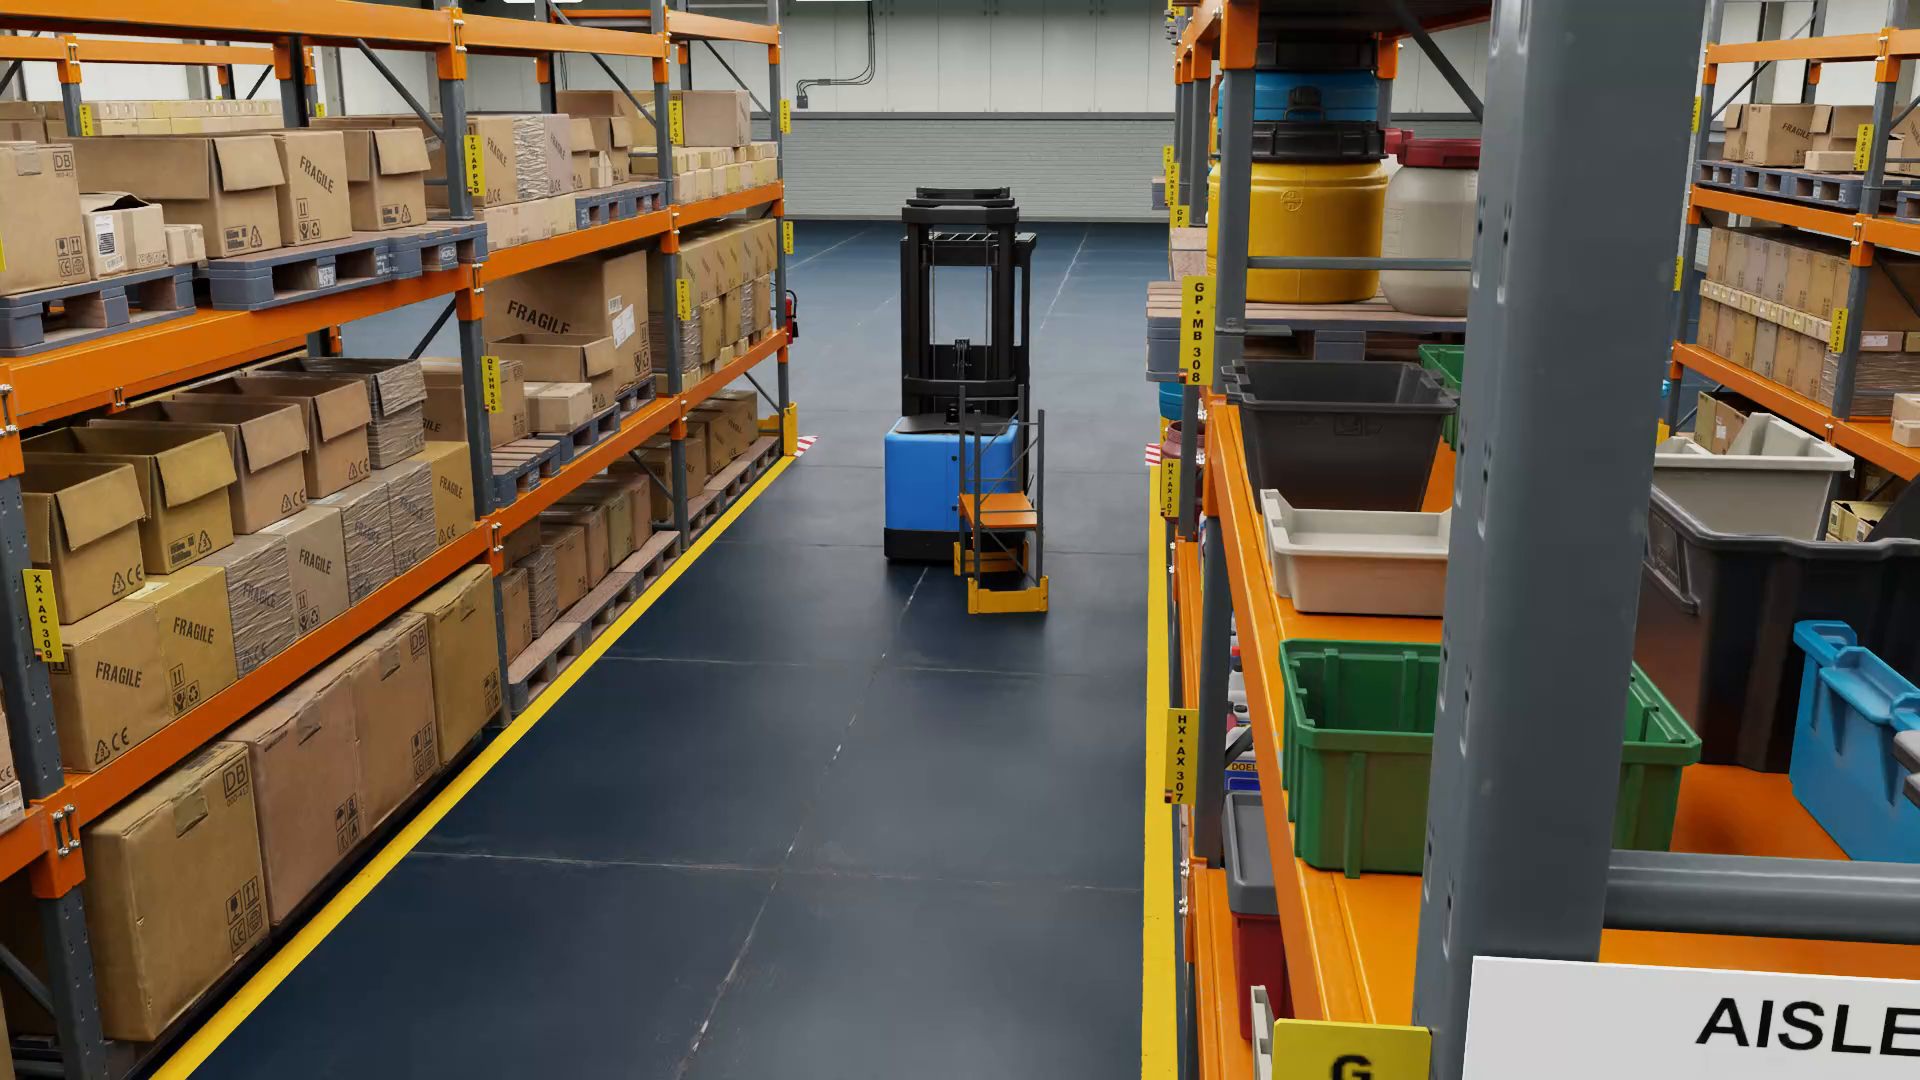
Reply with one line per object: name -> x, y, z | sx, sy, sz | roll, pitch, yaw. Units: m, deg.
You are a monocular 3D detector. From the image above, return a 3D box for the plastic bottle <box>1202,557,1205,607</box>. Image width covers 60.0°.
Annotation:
plastic bottle -> 1.198, 0.179, 7.977 | 0.061, 0.283, 0.133 | 2, 15, 6

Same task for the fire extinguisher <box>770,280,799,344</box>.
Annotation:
fire extinguisher -> -1.841, -2.393, 17.413 | 0.296, 0.674, 0.183 | 2, 15, 6

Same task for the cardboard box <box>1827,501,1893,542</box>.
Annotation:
cardboard box -> 6.785, -0.130, 12.285 | 0.500, 0.311, 0.500 | 2, 15, 6

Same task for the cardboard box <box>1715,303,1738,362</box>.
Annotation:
cardboard box -> 7.411, -1.912, 15.297 | 0.700, 0.500, 0.500 | 2, 15, 8

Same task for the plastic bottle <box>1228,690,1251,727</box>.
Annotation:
plastic bottle -> 1.020, 0.698, 6.073 | 0.152, 0.276, 0.135 | 2, 15, 6

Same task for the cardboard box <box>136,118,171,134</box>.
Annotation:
cardboard box -> -7.292, -3.569, 14.588 | 0.500, 0.250, 0.500 | 2, 15, 6

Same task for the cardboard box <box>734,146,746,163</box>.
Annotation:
cardboard box -> -2.187, -3.564, 15.372 | 0.380, 0.149, 0.250 | 1, 15, 3

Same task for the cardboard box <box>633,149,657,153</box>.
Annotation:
cardboard box -> -2.843, -3.309, 14.429 | 0.380, 0.149, 0.250 | 2, 15, 8

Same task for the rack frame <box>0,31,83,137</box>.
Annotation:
rack frame -> -7.680, -4.445, 13.361 | 1.000, 3.000, 0.127 | 2, 15, 6

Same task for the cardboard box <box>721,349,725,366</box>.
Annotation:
cardboard box -> -2.324, -1.627, 14.914 | 0.380, 0.149, 0.250 | 2, 15, 6

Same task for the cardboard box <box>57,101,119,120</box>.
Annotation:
cardboard box -> -7.302, -3.596, 13.925 | 0.380, 0.149, 0.250 | 2, 15, 7

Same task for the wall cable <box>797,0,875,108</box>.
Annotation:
wall cable -> -3.603, -15.457, 47.570 | 2.305, 6.003, 0.169 | 2, 15, 6

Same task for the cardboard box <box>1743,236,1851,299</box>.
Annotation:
cardboard box -> 7.349, -2.394, 14.592 | 0.700, 0.500, 0.500 | 2, 15, 6

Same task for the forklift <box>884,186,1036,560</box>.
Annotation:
forklift -> 0.074, -1.578, 14.383 | 1.130, 2.935, 3.031 | 2, 15, 7

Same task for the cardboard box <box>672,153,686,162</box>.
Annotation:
cardboard box -> -2.458, -3.091, 13.623 | 0.380, 0.149, 0.250 | 1, 15, 4

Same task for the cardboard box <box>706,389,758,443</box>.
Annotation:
cardboard box -> -2.399, -1.249, 17.017 | 0.500, 0.500, 0.500 | 5, 16, 17

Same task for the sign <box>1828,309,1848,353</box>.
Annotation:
sign -> 6.527, -1.556, 12.359 | 0.100, 0.325, 0.005 | 2, 15, 6

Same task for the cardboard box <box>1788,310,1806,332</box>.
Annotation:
cardboard box -> 7.014, -1.786, 13.586 | 0.380, 0.149, 0.250 | 2, 15, 6

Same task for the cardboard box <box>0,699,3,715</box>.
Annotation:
cardboard box -> -3.452, 0.392, 5.246 | 0.500, 0.500, 0.500 | 2, 15, 8

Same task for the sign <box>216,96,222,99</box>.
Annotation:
sign -> -7.780, -4.512, 17.530 | 0.100, 0.325, 0.005 | 2, 15, 6

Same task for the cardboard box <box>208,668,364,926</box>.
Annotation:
cardboard box -> -3.514, 1.123, 7.529 | 1.225, 0.875, 0.875 | 1, 15, 4

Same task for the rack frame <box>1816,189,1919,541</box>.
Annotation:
rack frame -> 7.079, -1.084, 12.424 | 1.000, 3.000, 0.127 | 2, 15, 6

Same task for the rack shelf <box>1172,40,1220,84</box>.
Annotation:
rack shelf -> 2.383, -4.105, 14.248 | 1.077, 0.370, 4.000 | 2, 15, 6

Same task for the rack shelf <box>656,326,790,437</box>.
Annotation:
rack shelf -> -2.538, -1.548, 15.519 | 1.077, 0.370, 4.000 | 2, 15, 6

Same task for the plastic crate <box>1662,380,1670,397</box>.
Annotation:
plastic crate -> 1.470, -0.277, 4.016 | 0.416, 0.233, 0.300 | 2, 15, 6

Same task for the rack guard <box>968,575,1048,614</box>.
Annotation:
rack guard -> 0.352, 0.400, 12.203 | 0.587, 0.250, 0.087 | -2, 15, -6

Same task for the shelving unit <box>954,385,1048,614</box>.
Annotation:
shelving unit -> 0.299, -0.332, 12.518 | 0.587, 1.500, 1.083 | -2, 15, -6

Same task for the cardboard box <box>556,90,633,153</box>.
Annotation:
cardboard box -> -2.966, -3.382, 13.457 | 0.500, 0.500, 0.500 | 1, 15, 5

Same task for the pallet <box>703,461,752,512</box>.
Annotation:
pallet -> -2.588, -0.523, 15.692 | 1.003, 0.211, 1.213 | 2, 15, 6

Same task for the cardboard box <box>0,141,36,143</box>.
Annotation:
cardboard box -> -7.601, -2.988, 13.009 | 0.500, 0.250, 0.500 | 2, 15, 7

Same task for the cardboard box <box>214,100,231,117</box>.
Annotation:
cardboard box -> -7.102, -4.056, 15.627 | 0.380, 0.149, 0.250 | 2, 15, 7

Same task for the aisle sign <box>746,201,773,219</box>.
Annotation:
aisle sign -> -2.007, -3.676, 17.030 | 0.394, 0.787, 0.004 | 2, 15, 6

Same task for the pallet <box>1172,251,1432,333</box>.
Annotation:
pallet -> 1.371, -1.013, 6.777 | 1.003, 0.211, 1.213 | 2, 15, 6

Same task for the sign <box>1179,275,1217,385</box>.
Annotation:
sign -> 0.709, -0.625, 4.963 | 0.100, 0.325, 0.005 | 2, 15, 6

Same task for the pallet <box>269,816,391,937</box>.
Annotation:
pallet -> -3.519, 1.525, 8.119 | 1.003, 0.211, 1.213 | 2, 15, 6

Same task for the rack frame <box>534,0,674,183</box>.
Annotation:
rack frame -> -2.764, -4.273, 12.723 | 1.000, 3.000, 0.127 | 2, 15, 6

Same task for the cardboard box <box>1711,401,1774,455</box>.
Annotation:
cardboard box -> 7.151, -0.966, 15.016 | 0.500, 0.500, 0.500 | 2, 15, 6

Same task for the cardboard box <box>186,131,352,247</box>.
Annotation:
cardboard box -> -3.222, -1.651, 7.780 | 0.500, 0.500, 0.500 | 3, 15, 9

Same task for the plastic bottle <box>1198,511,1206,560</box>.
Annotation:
plastic bottle -> 1.336, -0.031, 8.767 | 0.152, 0.276, 0.135 | 2, 15, 6

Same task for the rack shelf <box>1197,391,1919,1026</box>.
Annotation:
rack shelf -> 1.029, 0.262, 3.078 | 1.077, 0.370, 4.000 | 2, 15, 6

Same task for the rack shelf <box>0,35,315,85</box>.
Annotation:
rack shelf -> -7.455, -4.423, 15.425 | 1.077, 0.370, 4.000 | 2, 15, 6

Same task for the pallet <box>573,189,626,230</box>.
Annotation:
pallet -> -3.053, -2.308, 11.564 | 1.213, 0.211, 1.003 | 2, 15, 6

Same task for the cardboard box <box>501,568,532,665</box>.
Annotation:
cardboard box -> -3.159, 0.481, 10.583 | 0.700, 0.500, 0.500 | 1, 15, 3

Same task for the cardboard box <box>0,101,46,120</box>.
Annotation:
cardboard box -> -7.956, -3.616, 13.998 | 0.380, 0.149, 0.250 | 2, 15, 6

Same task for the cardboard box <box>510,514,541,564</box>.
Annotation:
cardboard box -> -3.119, -0.019, 10.996 | 0.500, 0.250, 0.500 | 3, 16, 13

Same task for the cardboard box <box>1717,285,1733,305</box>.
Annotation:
cardboard box -> 7.216, -2.254, 15.317 | 0.380, 0.149, 0.250 | 2, 15, 6

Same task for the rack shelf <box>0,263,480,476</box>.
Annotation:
rack shelf -> -3.441, -0.921, 7.454 | 1.077, 0.370, 4.000 | 2, 15, 6

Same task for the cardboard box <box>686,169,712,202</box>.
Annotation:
cardboard box -> -2.404, -2.999, 14.046 | 0.500, 0.250, 0.500 | 2, 15, 6

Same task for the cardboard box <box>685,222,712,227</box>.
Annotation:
cardboard box -> -2.708, -2.824, 16.184 | 0.500, 0.500, 0.500 | 2, 15, 6

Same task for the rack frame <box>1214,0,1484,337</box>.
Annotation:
rack frame -> 1.255, -2.052, 4.510 | 1.000, 3.000, 0.127 | 2, 15, 6

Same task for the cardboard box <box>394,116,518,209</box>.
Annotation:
cardboard box -> -2.906, -2.191, 9.623 | 0.500, 0.500, 0.500 | 2, 15, 7

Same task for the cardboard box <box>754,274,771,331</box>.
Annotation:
cardboard box -> -2.339, -2.331, 16.274 | 0.875, 0.500, 0.500 | 2, 15, 6

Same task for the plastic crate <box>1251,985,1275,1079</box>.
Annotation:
plastic crate -> 0.900, 1.263, 3.857 | 0.437, 0.282, 0.530 | 2, 15, 6

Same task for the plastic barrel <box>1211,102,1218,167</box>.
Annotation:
plastic barrel -> 2.607, -3.710, 15.225 | 0.600, 0.588, 0.600 | 0, 15, 0

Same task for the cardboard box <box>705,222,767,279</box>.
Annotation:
cardboard box -> -2.179, -2.809, 16.126 | 0.500, 0.500, 0.500 | 2, 15, 6

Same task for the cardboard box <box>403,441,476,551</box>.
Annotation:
cardboard box -> -3.024, -0.252, 9.156 | 0.500, 0.500, 0.500 | 2, 15, 8

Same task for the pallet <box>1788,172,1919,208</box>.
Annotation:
pallet -> 7.150, -2.711, 12.865 | 1.003, 0.211, 1.213 | 2, 15, 6
